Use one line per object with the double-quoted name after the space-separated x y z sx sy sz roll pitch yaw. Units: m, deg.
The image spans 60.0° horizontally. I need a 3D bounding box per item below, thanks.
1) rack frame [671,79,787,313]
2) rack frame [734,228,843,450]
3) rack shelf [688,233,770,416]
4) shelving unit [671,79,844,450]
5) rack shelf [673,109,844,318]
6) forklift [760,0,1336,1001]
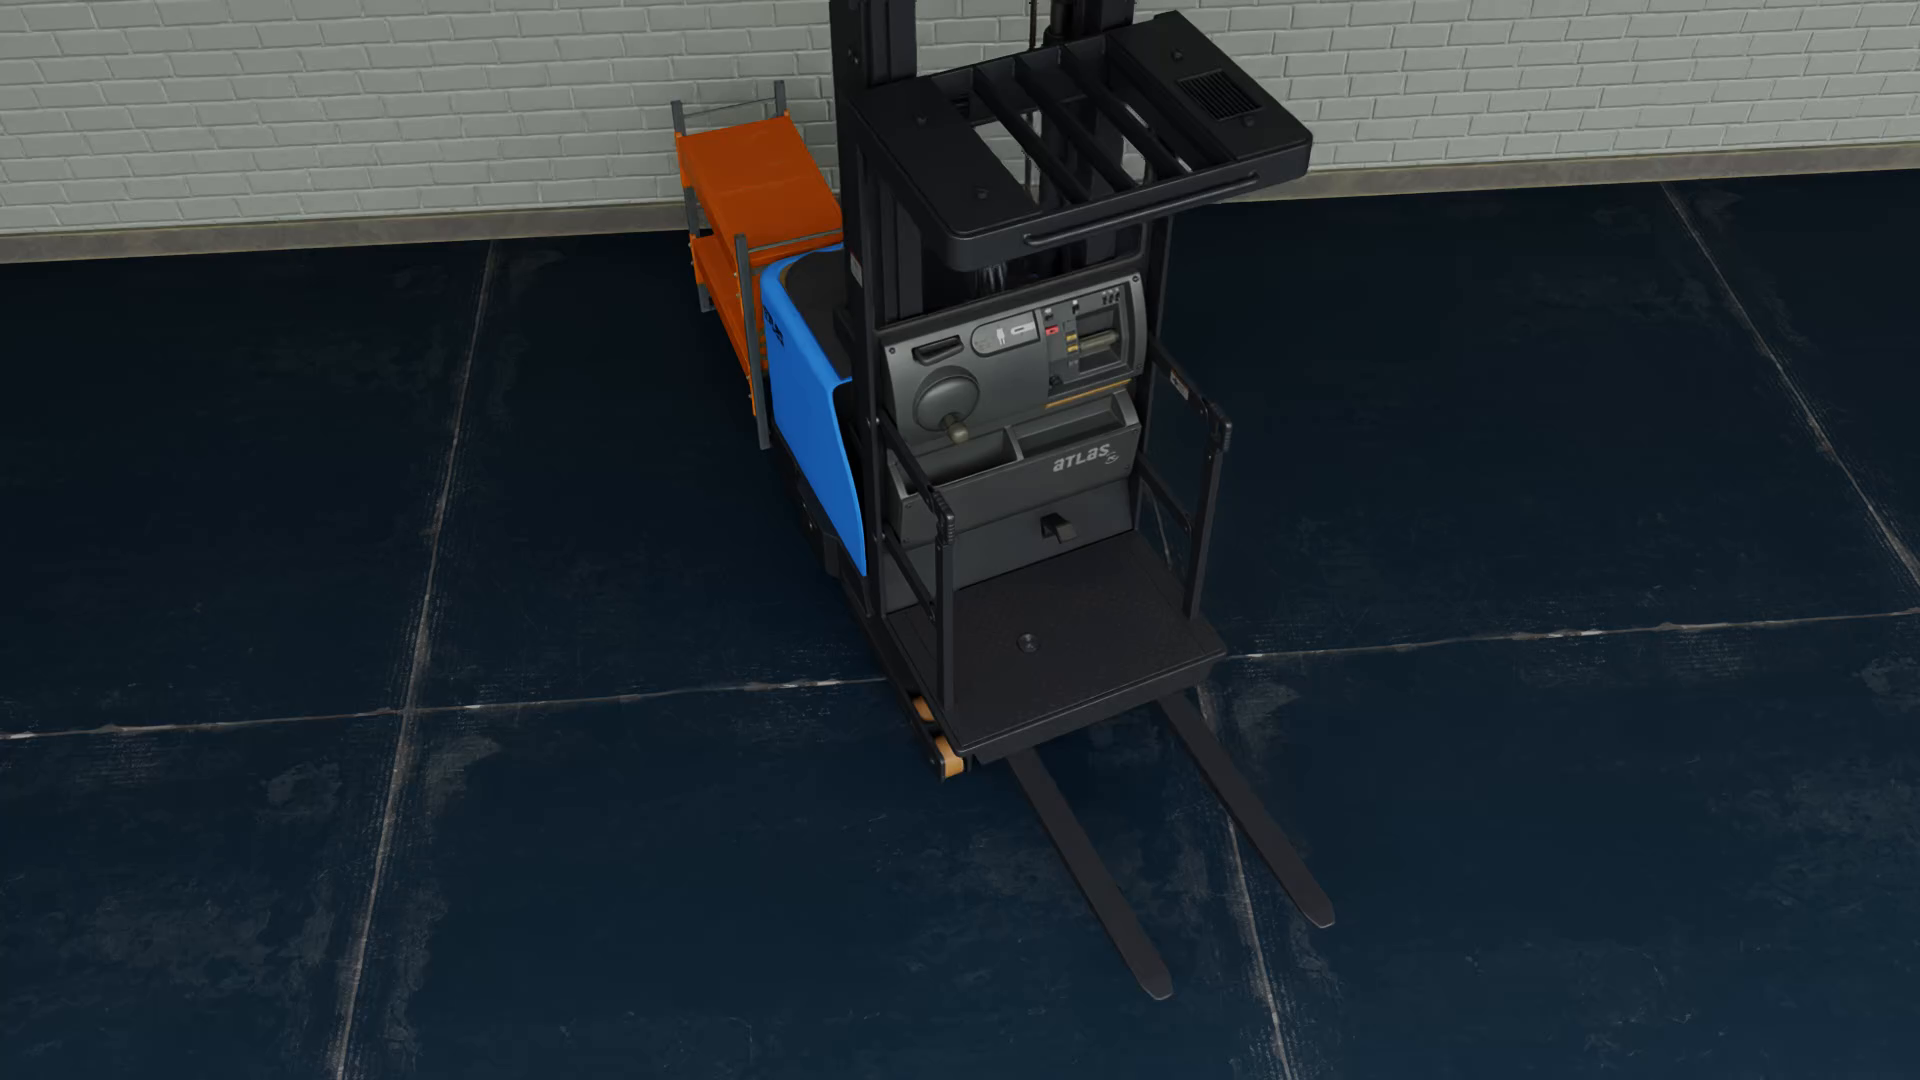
-1.000 -1.543 7.573 0.500 1.125 0.032 -15 48 -14 "rack frame"
-0.640 -0.853 6.919 0.500 1.125 0.032 -15 48 -14 "rack frame"
-0.820 -1.030 7.424 0.538 0.278 1.000 -15 48 -14 "rack shelf"
-0.820 -1.198 7.246 0.538 1.125 1.048 -15 48 -14 "shelving unit"
-0.820 -1.399 7.034 0.538 0.278 1.000 -15 48 -14 "rack shelf"
0.286 -0.509 5.350 1.130 2.935 3.031 -19 49 -17 "forklift"
